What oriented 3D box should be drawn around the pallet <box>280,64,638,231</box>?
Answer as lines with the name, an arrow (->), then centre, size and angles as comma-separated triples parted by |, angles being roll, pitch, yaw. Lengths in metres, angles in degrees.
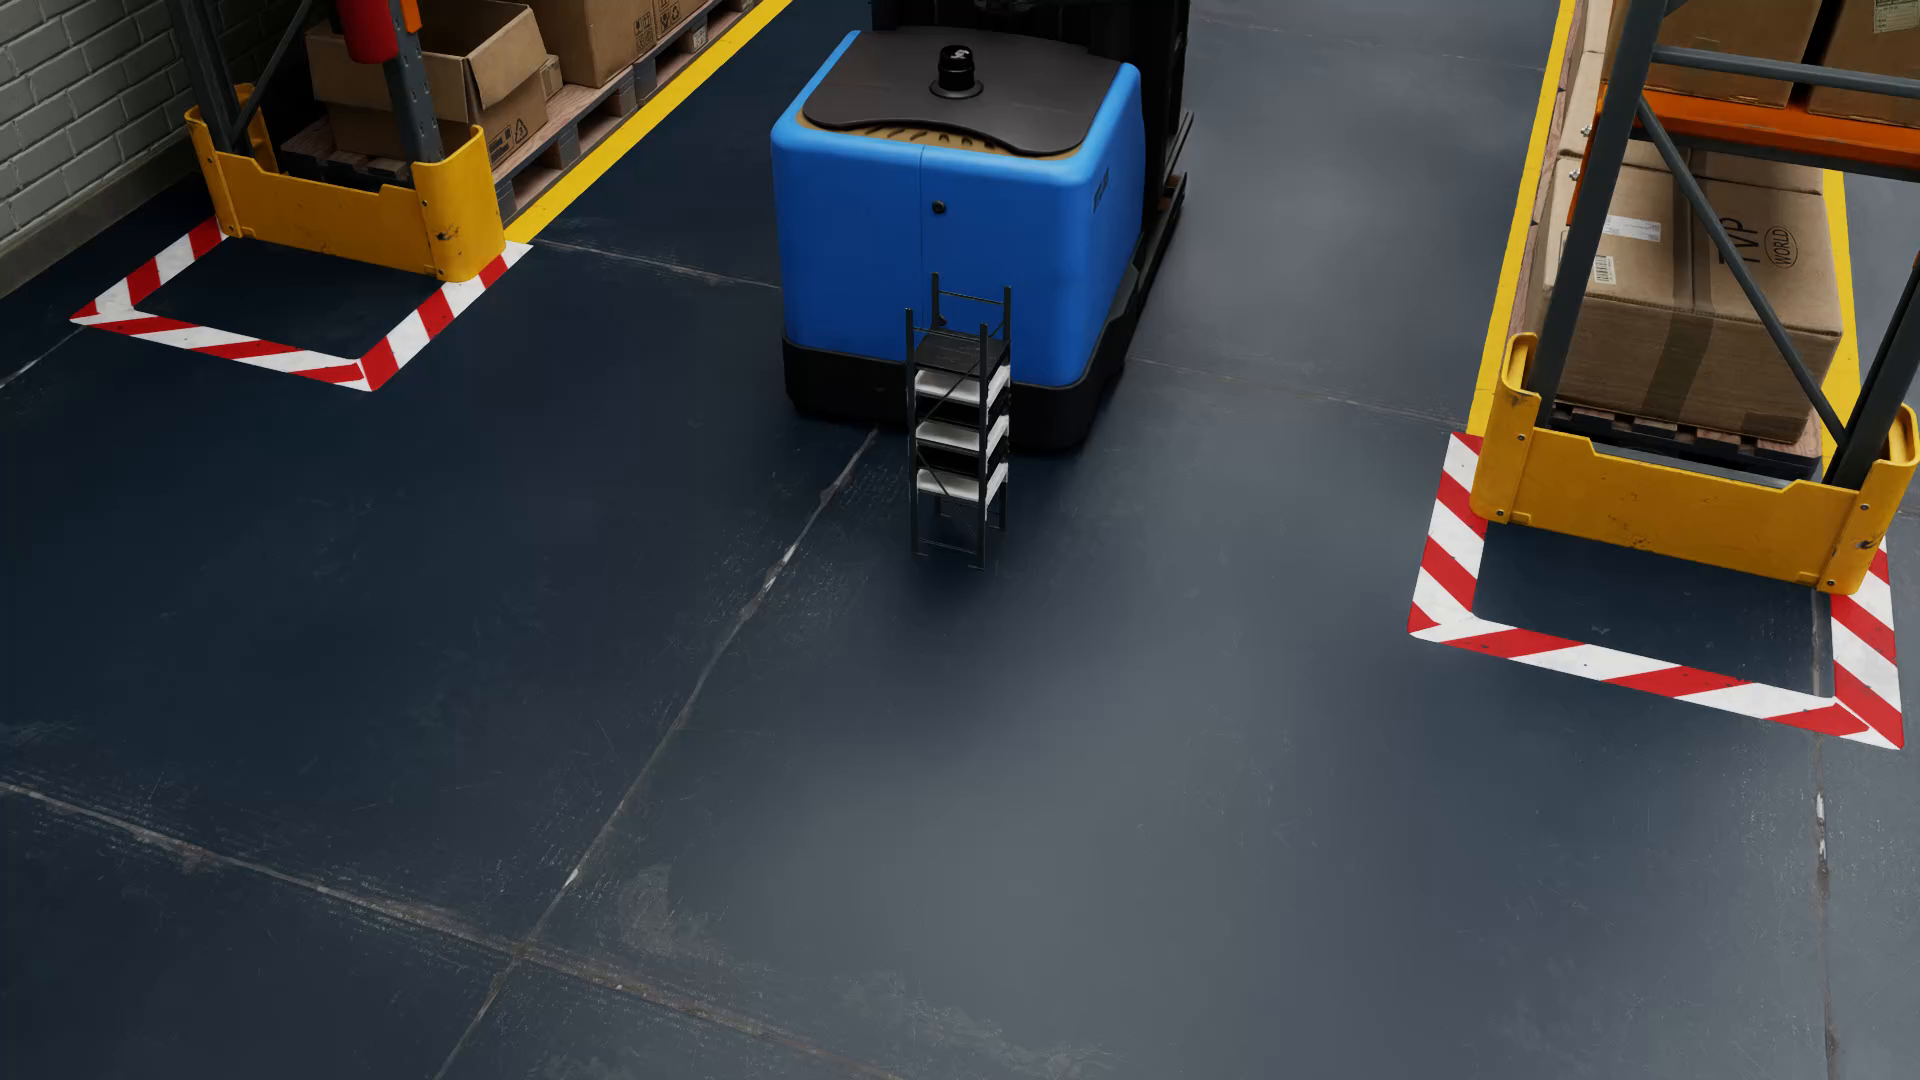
pallet -> -2.123, -1.780, 7.174 | 1.003, 0.211, 1.213 | 13, 42, 15

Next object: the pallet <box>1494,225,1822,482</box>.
pallet -> 2.445, -0.653, 5.853 | 1.003, 0.211, 1.213 | 13, 42, 15

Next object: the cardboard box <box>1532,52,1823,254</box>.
cardboard box -> 2.682, -1.379, 6.205 | 0.875, 0.438, 0.875 | 14, 43, 16

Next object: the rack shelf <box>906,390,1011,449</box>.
rack shelf -> -0.003, -0.381, 4.915 | 0.258, 0.077, 0.200 | 13, 42, 15

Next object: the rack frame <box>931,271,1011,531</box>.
rack frame -> 0.032, -0.399, 5.025 | 0.240, 0.900, 0.006 | 13, 42, 15

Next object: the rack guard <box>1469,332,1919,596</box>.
rack guard -> 2.237, -0.243, 5.150 | 1.175, 0.500, 0.348 | 13, 42, 15

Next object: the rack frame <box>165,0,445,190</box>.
rack frame -> -2.421, -2.308, 5.644 | 1.000, 3.000, 0.127 | 13, 42, 15

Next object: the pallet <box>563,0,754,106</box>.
pallet -> -1.704, -2.522, 8.043 | 1.003, 0.211, 1.213 | 13, 42, 15

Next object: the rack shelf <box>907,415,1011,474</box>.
rack shelf -> -0.003, -0.312, 4.974 | 0.258, 0.077, 0.200 | 13, 42, 15

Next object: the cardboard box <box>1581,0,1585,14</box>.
cardboard box -> 3.297, -2.474, 7.490 | 0.875, 0.438, 0.875 | 13, 42, 14

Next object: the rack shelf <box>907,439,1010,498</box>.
rack shelf -> -0.003, -0.244, 5.032 | 0.258, 0.077, 0.200 | 13, 42, 15

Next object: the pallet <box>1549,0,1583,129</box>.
pallet -> 3.279, -2.141, 7.597 | 1.003, 0.211, 1.213 | 13, 42, 15

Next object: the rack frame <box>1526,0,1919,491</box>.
rack frame -> 2.245, -1.209, 4.356 | 1.000, 3.000, 0.127 | 13, 42, 15

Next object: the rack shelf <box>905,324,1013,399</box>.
rack shelf -> -0.003, -0.517, 4.799 | 0.258, 0.077, 0.200 | 13, 42, 15

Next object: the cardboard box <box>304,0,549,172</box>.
cardboard box -> -2.123, -1.870, 6.731 | 0.797, 0.503, 0.637 | 12, 42, 13

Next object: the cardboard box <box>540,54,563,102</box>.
cardboard box -> -1.941, -1.986, 7.140 | 0.380, 0.149, 0.250 | 12, 42, 13

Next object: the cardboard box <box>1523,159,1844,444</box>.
cardboard box -> 2.377, -0.819, 5.549 | 0.875, 0.438, 0.875 | 12, 42, 14

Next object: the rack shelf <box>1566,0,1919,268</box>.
rack shelf -> 2.929, -2.155, 6.019 | 1.077, 0.370, 4.000 | 13, 42, 15

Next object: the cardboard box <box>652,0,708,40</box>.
cardboard box -> -1.519, -2.682, 7.685 | 0.500, 0.500, 0.500 | 14, 42, 16

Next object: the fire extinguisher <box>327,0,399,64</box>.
fire extinguisher -> -2.037, -1.945, 5.565 | 0.296, 0.674, 0.183 | 13, 42, 15

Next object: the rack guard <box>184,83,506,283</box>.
rack guard -> -2.395, -1.404, 6.510 | 1.175, 0.500, 0.348 | 13, 42, 15

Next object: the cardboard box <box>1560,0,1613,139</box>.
cardboard box -> 2.992, -1.928, 6.850 | 0.875, 0.438, 0.875 | 12, 42, 14

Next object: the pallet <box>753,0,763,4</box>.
pallet -> -1.289, -3.268, 8.918 | 1.003, 0.211, 1.213 | 13, 42, 15

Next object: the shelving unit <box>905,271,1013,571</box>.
shelving unit -> -0.003, -0.337, 4.952 | 0.258, 0.900, 0.210 | 13, 42, 15

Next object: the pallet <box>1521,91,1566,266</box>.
pallet -> 2.864, -1.395, 6.722 | 1.003, 0.211, 1.213 | 13, 42, 15

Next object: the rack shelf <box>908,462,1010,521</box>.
rack shelf -> -0.003, -0.175, 5.091 | 0.258, 0.077, 0.200 | 13, 42, 15

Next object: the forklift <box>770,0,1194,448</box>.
forklift -> 0.297, -2.384, 5.786 | 1.130, 2.935, 3.031 | 11, 42, 12

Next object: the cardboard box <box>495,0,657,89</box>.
cardboard box -> -1.794, -2.382, 7.333 | 0.700, 0.500, 0.500 | 15, 43, 17

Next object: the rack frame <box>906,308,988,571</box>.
rack frame -> -0.038, -0.275, 4.879 | 0.240, 0.900, 0.006 | 13, 42, 15

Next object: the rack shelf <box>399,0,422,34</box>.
rack shelf -> -1.737, -3.254, 7.308 | 1.077, 0.370, 4.000 | 13, 42, 15

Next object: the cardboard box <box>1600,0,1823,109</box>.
cardboard box -> 2.161, -1.600, 4.737 | 0.500, 0.500, 0.500 | 14, 42, 15

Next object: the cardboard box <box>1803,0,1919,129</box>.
cardboard box -> 2.679, -1.476, 4.592 | 0.500, 0.500, 0.500 | 13, 42, 15

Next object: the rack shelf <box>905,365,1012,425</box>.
rack shelf -> -0.003, -0.449, 4.857 | 0.258, 0.077, 0.200 | 13, 42, 15
